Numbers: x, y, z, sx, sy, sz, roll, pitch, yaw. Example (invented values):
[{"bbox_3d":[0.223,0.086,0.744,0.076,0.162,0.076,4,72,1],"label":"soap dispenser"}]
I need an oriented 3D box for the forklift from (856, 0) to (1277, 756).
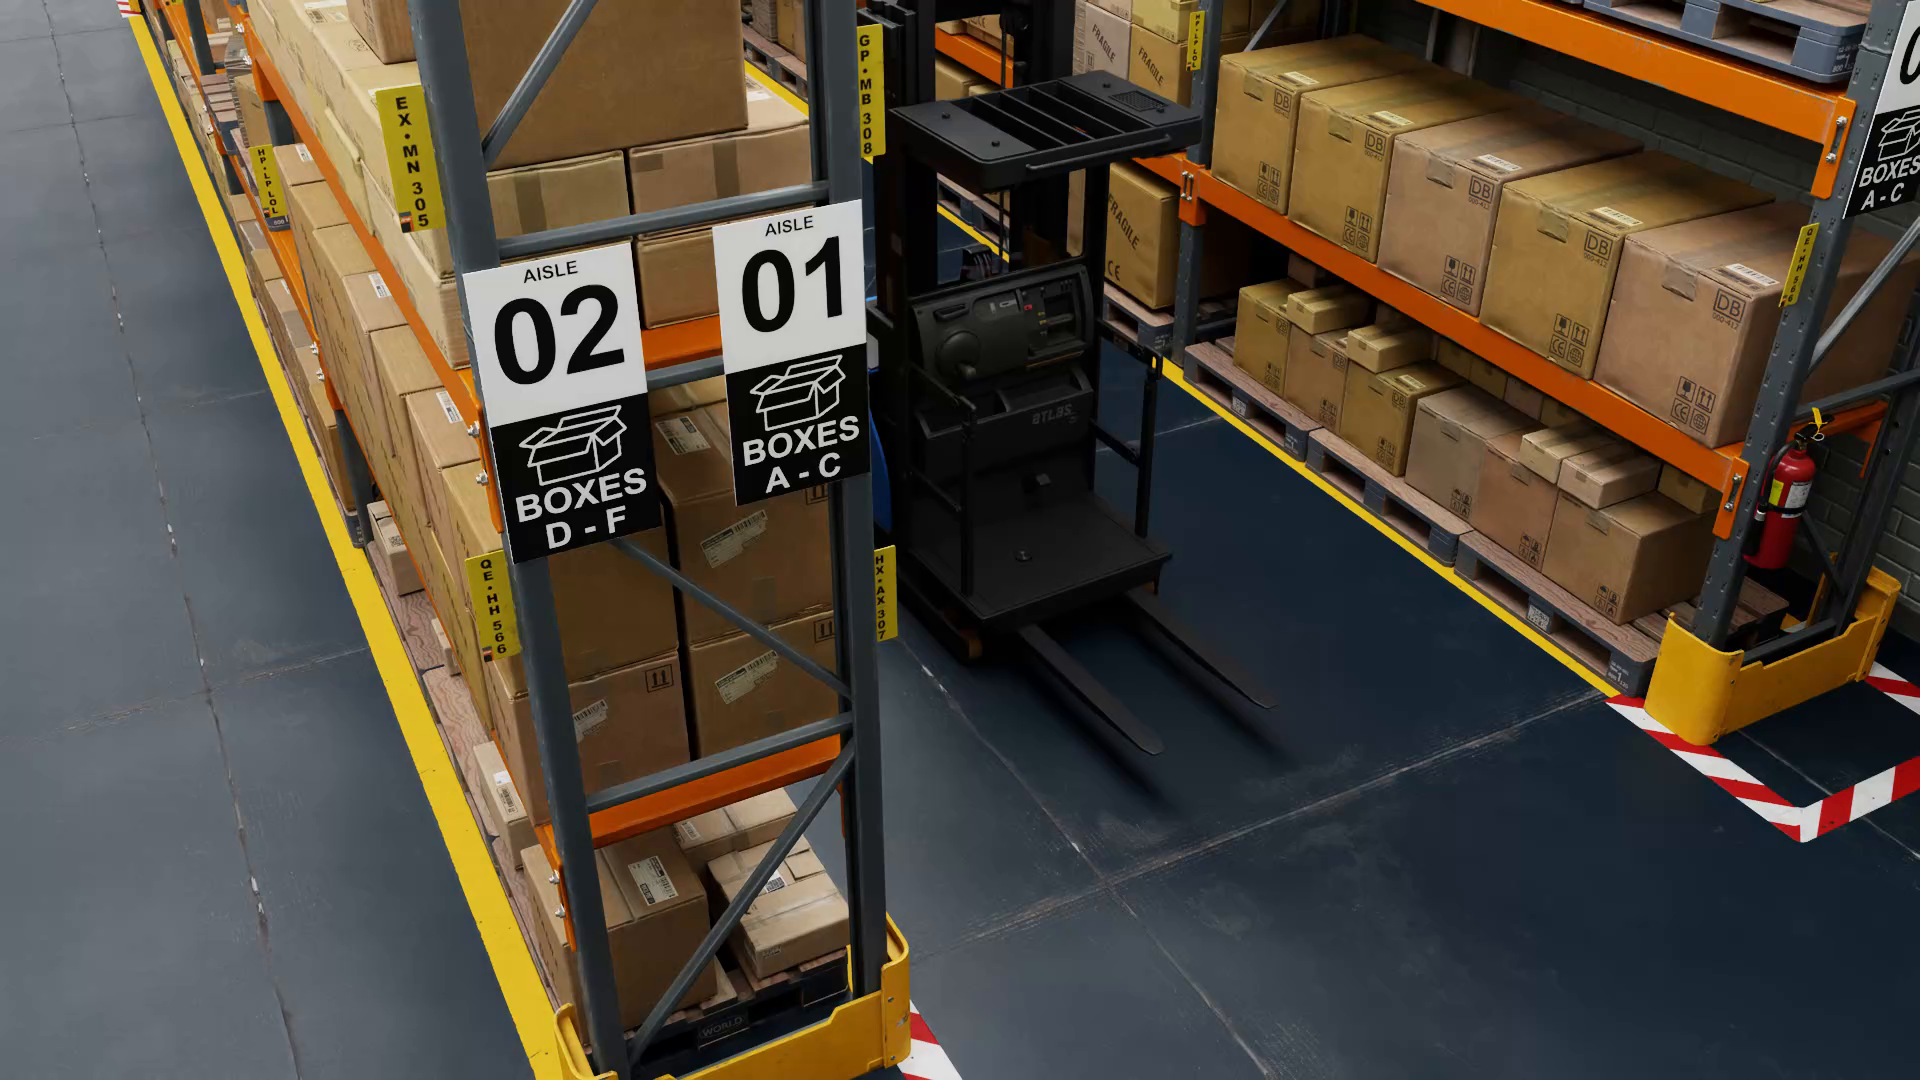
[{"bbox_3d":[0.321,-0.942,7.504,1.130,2.935,3.031,-18,37,-25],"label":"forklift"}]

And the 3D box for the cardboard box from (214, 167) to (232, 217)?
[{"bbox_3d":[-5.148,-2.606,12.197,0.500,0.250,0.500,-16,36,-24],"label":"cardboard box"}]

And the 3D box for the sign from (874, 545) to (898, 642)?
[{"bbox_3d":[-0.233,0.165,4.910,0.100,0.325,0.005,-16,36,-23],"label":"sign"}]

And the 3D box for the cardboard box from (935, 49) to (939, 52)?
[{"bbox_3d":[-0.445,-3.863,13.909,0.700,0.500,0.500,-15,36,-22],"label":"cardboard box"}]

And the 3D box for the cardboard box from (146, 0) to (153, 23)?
[{"bbox_3d":[-7.651,-5.201,16.247,0.500,0.250,0.500,-16,36,-23],"label":"cardboard box"}]

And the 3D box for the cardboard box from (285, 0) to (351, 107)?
[{"bbox_3d":[-1.880,-1.641,5.426,0.500,0.250,0.500,-16,36,-23],"label":"cardboard box"}]

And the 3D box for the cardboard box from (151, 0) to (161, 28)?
[{"bbox_3d":[-7.177,-5.041,15.303,0.500,0.500,0.500,-16,36,-23],"label":"cardboard box"}]

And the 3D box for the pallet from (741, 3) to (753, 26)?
[{"bbox_3d":[-2.272,-5.446,17.055,1.003,0.211,1.213,-16,36,-23],"label":"pallet"}]

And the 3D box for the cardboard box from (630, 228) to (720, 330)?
[{"bbox_3d":[-0.728,-0.843,4.644,0.500,0.250,0.500,-16,36,-23],"label":"cardboard box"}]

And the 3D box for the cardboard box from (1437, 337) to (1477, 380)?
[{"bbox_3d":[2.777,-1.005,8.864,0.380,0.149,0.250,-17,36,-24],"label":"cardboard box"}]

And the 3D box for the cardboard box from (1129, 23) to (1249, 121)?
[{"bbox_3d":[1.364,-2.824,9.990,0.500,0.500,0.500,-16,36,-24],"label":"cardboard box"}]

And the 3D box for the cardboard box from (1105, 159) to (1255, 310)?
[{"bbox_3d":[1.384,-2.040,10.757,0.750,0.750,0.750,-15,36,-23],"label":"cardboard box"}]

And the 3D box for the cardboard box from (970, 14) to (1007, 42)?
[{"bbox_3d":[0.404,-3.790,11.498,0.500,0.500,0.500,-16,36,-23],"label":"cardboard box"}]

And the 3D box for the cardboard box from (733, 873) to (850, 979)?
[{"bbox_3d":[-0.604,1.395,6.028,0.380,0.149,0.250,-16,36,-23],"label":"cardboard box"}]

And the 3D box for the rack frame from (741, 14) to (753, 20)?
[{"bbox_3d":[-1.928,-6.309,15.817,1.000,3.000,0.127,-16,36,-23],"label":"rack frame"}]

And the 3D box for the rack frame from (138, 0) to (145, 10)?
[{"bbox_3d":[-8.173,-6.970,16.849,1.000,3.000,0.127,-16,36,-23],"label":"rack frame"}]

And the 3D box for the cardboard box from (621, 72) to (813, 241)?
[{"bbox_3d":[-0.722,-1.055,4.512,0.500,0.250,0.500,-16,36,-23],"label":"cardboard box"}]

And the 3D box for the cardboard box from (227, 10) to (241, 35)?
[{"bbox_3d":[-4.050,-3.099,10.324,0.500,0.500,0.700,27,41,35],"label":"cardboard box"}]

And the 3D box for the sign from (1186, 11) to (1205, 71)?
[{"bbox_3d":[1.327,-2.804,9.346,0.100,0.325,0.005,-16,36,-23],"label":"sign"}]

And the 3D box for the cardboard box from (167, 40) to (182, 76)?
[{"bbox_3d":[-6.336,-4.056,13.941,0.500,0.311,0.500,-16,36,-23],"label":"cardboard box"}]

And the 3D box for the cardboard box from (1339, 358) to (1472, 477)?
[{"bbox_3d":[2.529,-0.747,9.063,0.700,0.500,0.500,-15,36,-22],"label":"cardboard box"}]

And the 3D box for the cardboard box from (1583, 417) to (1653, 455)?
[{"bbox_3d":[3.251,-0.521,8.109,0.380,0.149,0.250,-16,36,-23],"label":"cardboard box"}]

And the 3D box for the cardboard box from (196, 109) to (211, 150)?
[{"bbox_3d":[-5.386,-3.083,12.422,0.500,0.311,0.500,-16,36,-23],"label":"cardboard box"}]

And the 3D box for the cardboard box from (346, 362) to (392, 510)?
[{"bbox_3d":[-2.109,-0.491,6.643,0.500,0.500,0.500,-16,36,-23],"label":"cardboard box"}]

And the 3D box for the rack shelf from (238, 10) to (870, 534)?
[{"bbox_3d":[-1.646,-1.249,5.805,1.077,0.370,4.000,-16,36,-23],"label":"rack shelf"}]

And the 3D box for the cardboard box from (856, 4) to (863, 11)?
[{"bbox_3d":[-0.655,-4.467,14.155,0.500,0.250,0.500,-15,36,-22],"label":"cardboard box"}]

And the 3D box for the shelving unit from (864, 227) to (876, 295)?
[{"bbox_3d":[-0.754,-1.300,9.388,0.587,1.500,1.083,-18,37,-26],"label":"shelving unit"}]

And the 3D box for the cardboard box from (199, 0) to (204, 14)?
[{"bbox_3d":[-5.485,-4.242,12.498,0.500,0.500,0.500,-16,36,-23],"label":"cardboard box"}]

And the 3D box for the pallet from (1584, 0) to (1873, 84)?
[{"bbox_3d":[3.312,-2.159,6.641,1.003,0.211,1.213,-16,36,-23],"label":"pallet"}]

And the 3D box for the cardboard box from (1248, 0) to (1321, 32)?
[{"bbox_3d":[1.818,-3.268,9.988,0.500,0.250,0.500,-15,35,-22],"label":"cardboard box"}]

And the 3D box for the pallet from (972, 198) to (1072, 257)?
[{"bbox_3d":[0.803,-2.249,12.065,1.003,0.211,1.213,-16,36,-23],"label":"pallet"}]

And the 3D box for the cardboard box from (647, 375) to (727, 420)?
[{"bbox_3d":[-0.937,-0.323,5.454,0.500,0.500,0.500,-15,36,-23],"label":"cardboard box"}]

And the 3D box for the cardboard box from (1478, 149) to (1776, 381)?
[{"bbox_3d":[3.072,-1.294,7.711,0.980,0.700,0.700,-16,36,-23],"label":"cardboard box"}]

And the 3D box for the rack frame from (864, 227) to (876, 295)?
[{"bbox_3d":[-0.497,-1.068,9.027,0.500,1.500,0.032,-18,37,-26],"label":"rack frame"}]

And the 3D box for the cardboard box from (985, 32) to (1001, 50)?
[{"bbox_3d":[0.400,-3.606,11.812,0.380,0.149,0.250,-15,36,-22],"label":"cardboard box"}]

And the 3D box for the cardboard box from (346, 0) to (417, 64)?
[{"bbox_3d":[-1.453,-1.773,4.937,0.700,0.500,0.500,-16,36,-23],"label":"cardboard box"}]

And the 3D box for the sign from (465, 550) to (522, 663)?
[{"bbox_3d":[-1.214,0.175,4.330,0.100,0.325,0.005,-16,36,-23],"label":"sign"}]

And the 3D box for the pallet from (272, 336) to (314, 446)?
[{"bbox_3d":[-3.564,-1.031,10.163,1.003,0.211,1.213,-16,36,-23],"label":"pallet"}]

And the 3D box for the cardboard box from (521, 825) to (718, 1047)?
[{"bbox_3d":[-1.185,1.335,5.794,0.500,0.500,0.500,-16,36,-23],"label":"cardboard box"}]

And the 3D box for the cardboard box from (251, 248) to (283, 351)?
[{"bbox_3d":[-4.005,-1.507,10.231,0.500,0.500,0.500,-16,36,-24],"label":"cardboard box"}]

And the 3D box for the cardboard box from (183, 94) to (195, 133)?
[{"bbox_3d":[-6.102,-3.581,13.719,0.500,0.250,0.500,-15,36,-22],"label":"cardboard box"}]

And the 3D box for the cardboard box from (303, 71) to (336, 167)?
[{"bbox_3d":[-1.873,-1.432,5.564,0.500,0.250,0.500,-16,36,-23],"label":"cardboard box"}]

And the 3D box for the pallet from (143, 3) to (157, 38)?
[{"bbox_3d":[-7.780,-5.442,17.048,1.003,0.211,1.213,-16,36,-23],"label":"pallet"}]

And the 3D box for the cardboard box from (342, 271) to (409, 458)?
[{"bbox_3d":[-1.886,-0.673,6.000,0.500,0.500,0.500,-15,35,-22],"label":"cardboard box"}]

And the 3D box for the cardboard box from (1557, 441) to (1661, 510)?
[{"bbox_3d":[3.031,-0.304,7.770,0.380,0.149,0.250,-16,36,-24],"label":"cardboard box"}]

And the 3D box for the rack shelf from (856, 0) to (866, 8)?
[{"bbox_3d":[-0.995,-5.051,14.521,1.077,0.370,4.000,-16,36,-23],"label":"rack shelf"}]

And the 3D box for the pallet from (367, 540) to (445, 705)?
[{"bbox_3d":[-2.259,0.259,8.150,1.003,0.211,1.213,-16,36,-23],"label":"pallet"}]

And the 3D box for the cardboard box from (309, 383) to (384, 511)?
[{"bbox_3d":[-3.062,-0.539,8.721,0.500,0.500,0.500,-16,36,-23],"label":"cardboard box"}]

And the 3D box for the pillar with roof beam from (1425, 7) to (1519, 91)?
[{"bbox_3d":[-0.915,-3.818,6.367,9.100,9.000,0.400,-16,36,-23],"label":"pillar with roof beam"}]

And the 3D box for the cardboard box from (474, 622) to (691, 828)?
[{"bbox_3d":[-1.163,0.478,5.130,0.500,0.500,0.500,-15,35,-22],"label":"cardboard box"}]
